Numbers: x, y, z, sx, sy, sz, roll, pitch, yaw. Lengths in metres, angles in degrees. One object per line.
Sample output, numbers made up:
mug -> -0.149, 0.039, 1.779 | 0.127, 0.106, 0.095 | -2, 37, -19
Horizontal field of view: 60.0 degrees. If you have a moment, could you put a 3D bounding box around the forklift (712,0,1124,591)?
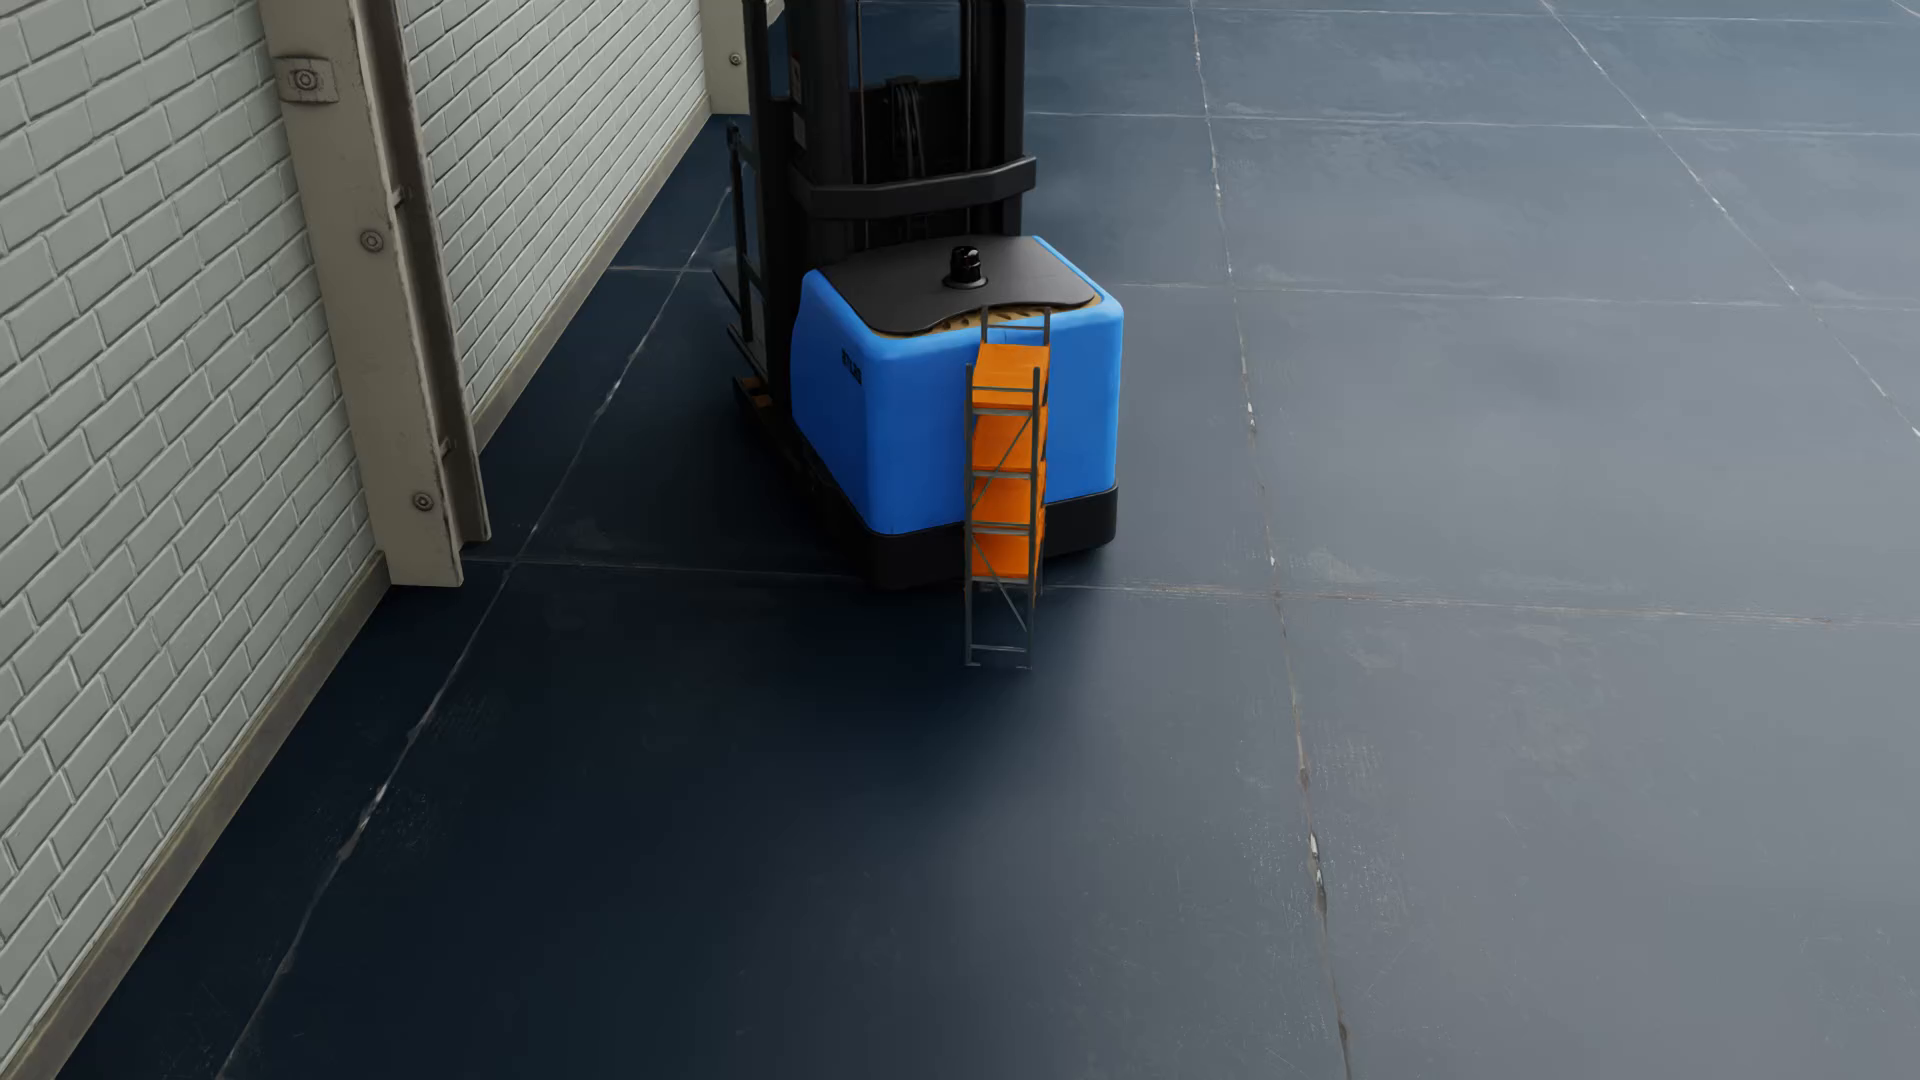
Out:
forklift -> -0.402, -1.816, 6.904 | 1.130, 2.935, 3.031 | -12, 34, -19

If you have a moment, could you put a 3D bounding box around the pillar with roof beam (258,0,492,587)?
pillar with roof beam -> 2.211, -3.575, 3.973 | 9.100, 9.000, 0.400 | 2, 32, 4

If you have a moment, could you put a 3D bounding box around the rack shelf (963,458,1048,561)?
rack shelf -> 0.167, -0.121, 5.931 | 0.258, 0.148, 0.480 | 3, 32, 6

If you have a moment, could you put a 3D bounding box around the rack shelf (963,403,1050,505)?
rack shelf -> 0.167, -0.312, 5.814 | 0.258, 0.148, 0.480 | 3, 32, 6

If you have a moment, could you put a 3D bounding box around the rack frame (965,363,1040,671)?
rack frame -> 0.139, -0.051, 5.690 | 0.240, 1.200, 0.015 | 3, 32, 6

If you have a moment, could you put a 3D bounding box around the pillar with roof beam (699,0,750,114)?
pillar with roof beam -> 2.699, -6.712, 9.064 | 9.100, 9.000, 0.400 | 2, 32, 4

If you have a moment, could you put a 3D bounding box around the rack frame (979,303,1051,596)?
rack frame -> 0.195, -0.306, 6.102 | 0.240, 1.200, 0.015 | 3, 32, 6

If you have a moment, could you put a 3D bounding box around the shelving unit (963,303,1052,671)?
shelving unit -> 0.167, -0.178, 5.896 | 0.258, 1.200, 0.503 | 3, 32, 6

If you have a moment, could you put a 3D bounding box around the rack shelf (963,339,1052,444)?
rack shelf -> 0.167, -0.513, 5.690 | 0.258, 0.148, 0.480 | 3, 32, 6

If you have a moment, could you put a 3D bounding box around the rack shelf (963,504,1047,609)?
rack shelf -> 0.167, 0.048, 6.035 | 0.258, 0.148, 0.480 | 3, 32, 6
